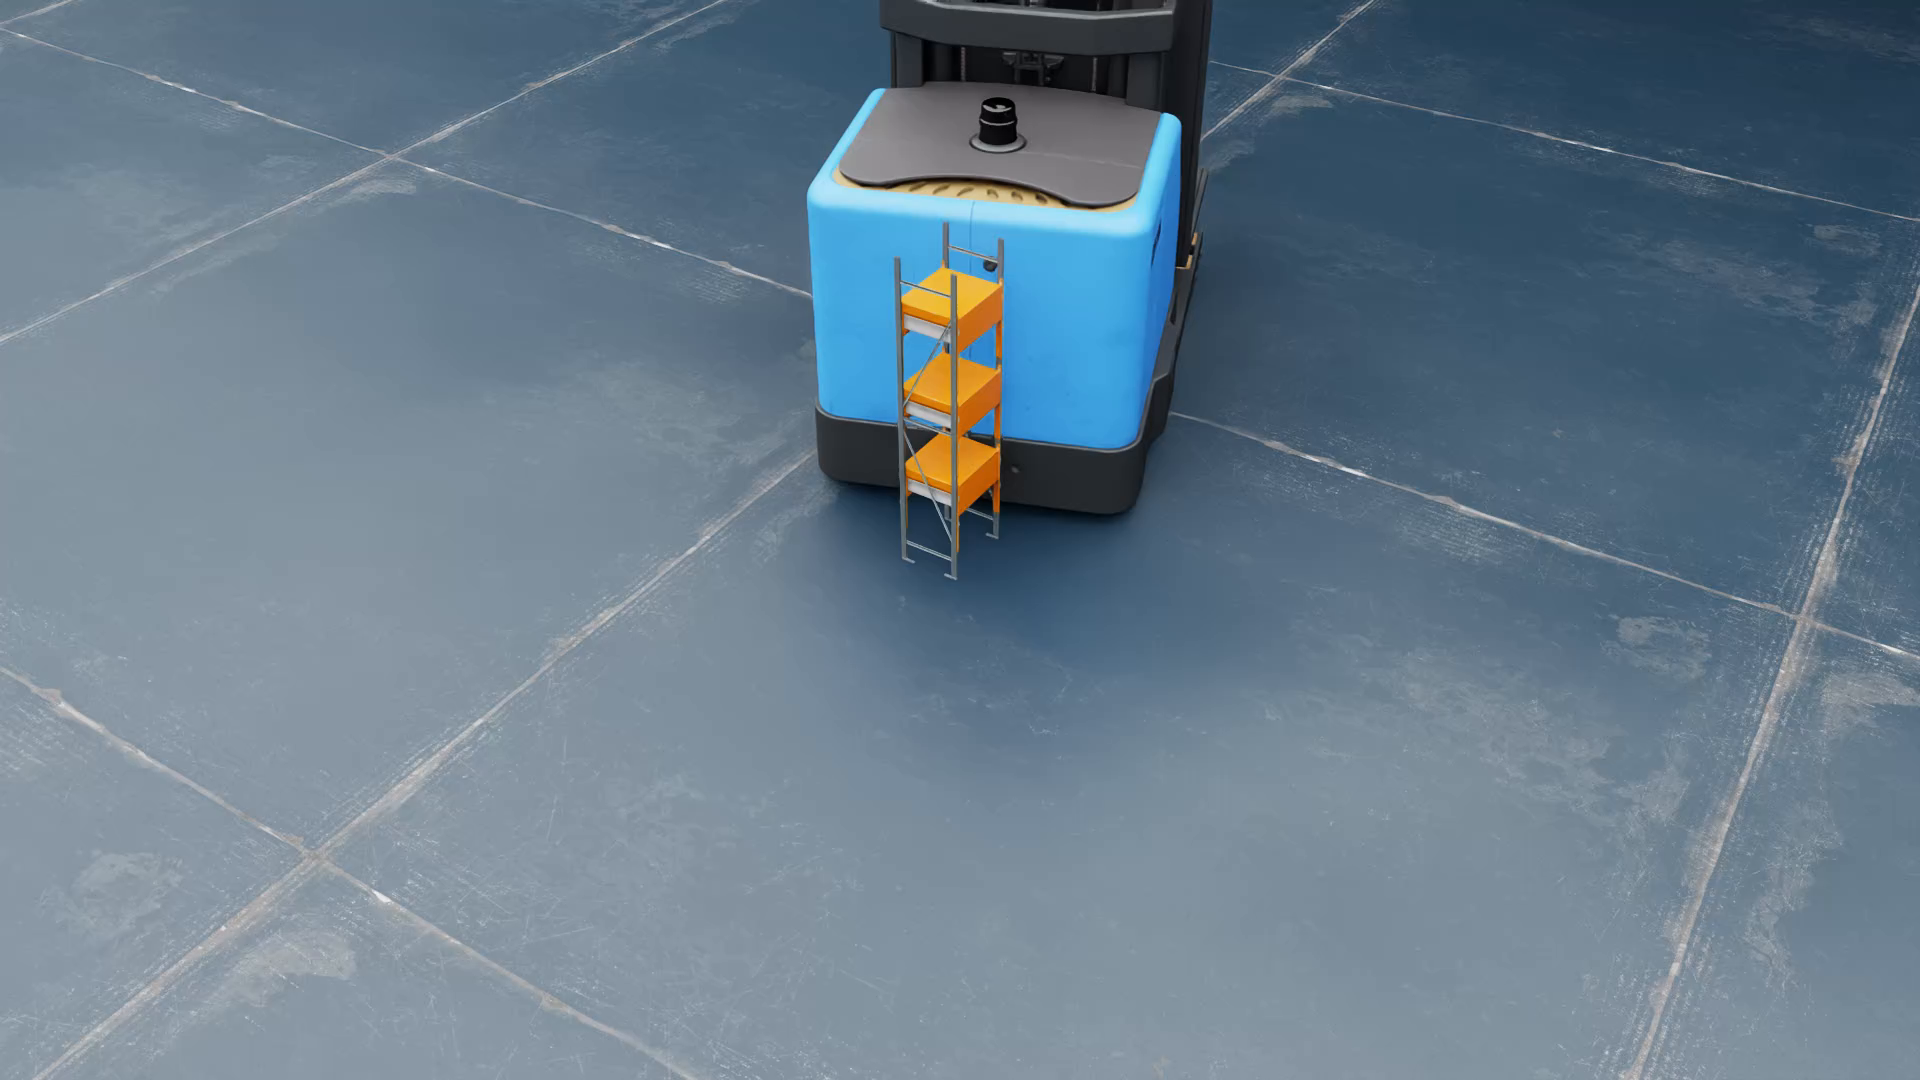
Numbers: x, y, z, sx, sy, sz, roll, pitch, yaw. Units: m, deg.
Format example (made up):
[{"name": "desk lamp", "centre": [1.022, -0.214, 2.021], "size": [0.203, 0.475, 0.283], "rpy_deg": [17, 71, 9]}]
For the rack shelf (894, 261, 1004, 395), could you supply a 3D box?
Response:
[{"name": "rack shelf", "centre": [-0.029, -0.605, 4.727], "size": [0.215, 0.259, 0.240], "rpy_deg": [21, 42, 25]}]

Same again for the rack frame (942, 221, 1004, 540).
[{"name": "rack frame", "centre": [0.037, -0.451, 4.975], "size": [0.200, 1.050, 0.008], "rpy_deg": [21, 42, 25]}]

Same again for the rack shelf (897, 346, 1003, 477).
[{"name": "rack shelf", "centre": [-0.029, -0.380, 4.900], "size": [0.215, 0.259, 0.240], "rpy_deg": [21, 42, 25]}]

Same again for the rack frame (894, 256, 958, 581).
[{"name": "rack frame", "centre": [-0.094, -0.325, 4.812], "size": [0.200, 1.050, 0.008], "rpy_deg": [21, 42, 25]}]

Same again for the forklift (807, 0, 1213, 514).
[{"name": "forklift", "centre": [0.353, -2.143, 5.629], "size": [1.130, 2.935, 3.031], "rpy_deg": [8, 38, 10]}]

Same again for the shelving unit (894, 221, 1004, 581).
[{"name": "shelving unit", "centre": [-0.029, -0.388, 4.894], "size": [0.215, 1.050, 0.252], "rpy_deg": [21, 42, 25]}]

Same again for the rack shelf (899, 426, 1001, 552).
[{"name": "rack shelf", "centre": [-0.029, -0.160, 5.070], "size": [0.215, 0.259, 0.240], "rpy_deg": [21, 42, 25]}]
